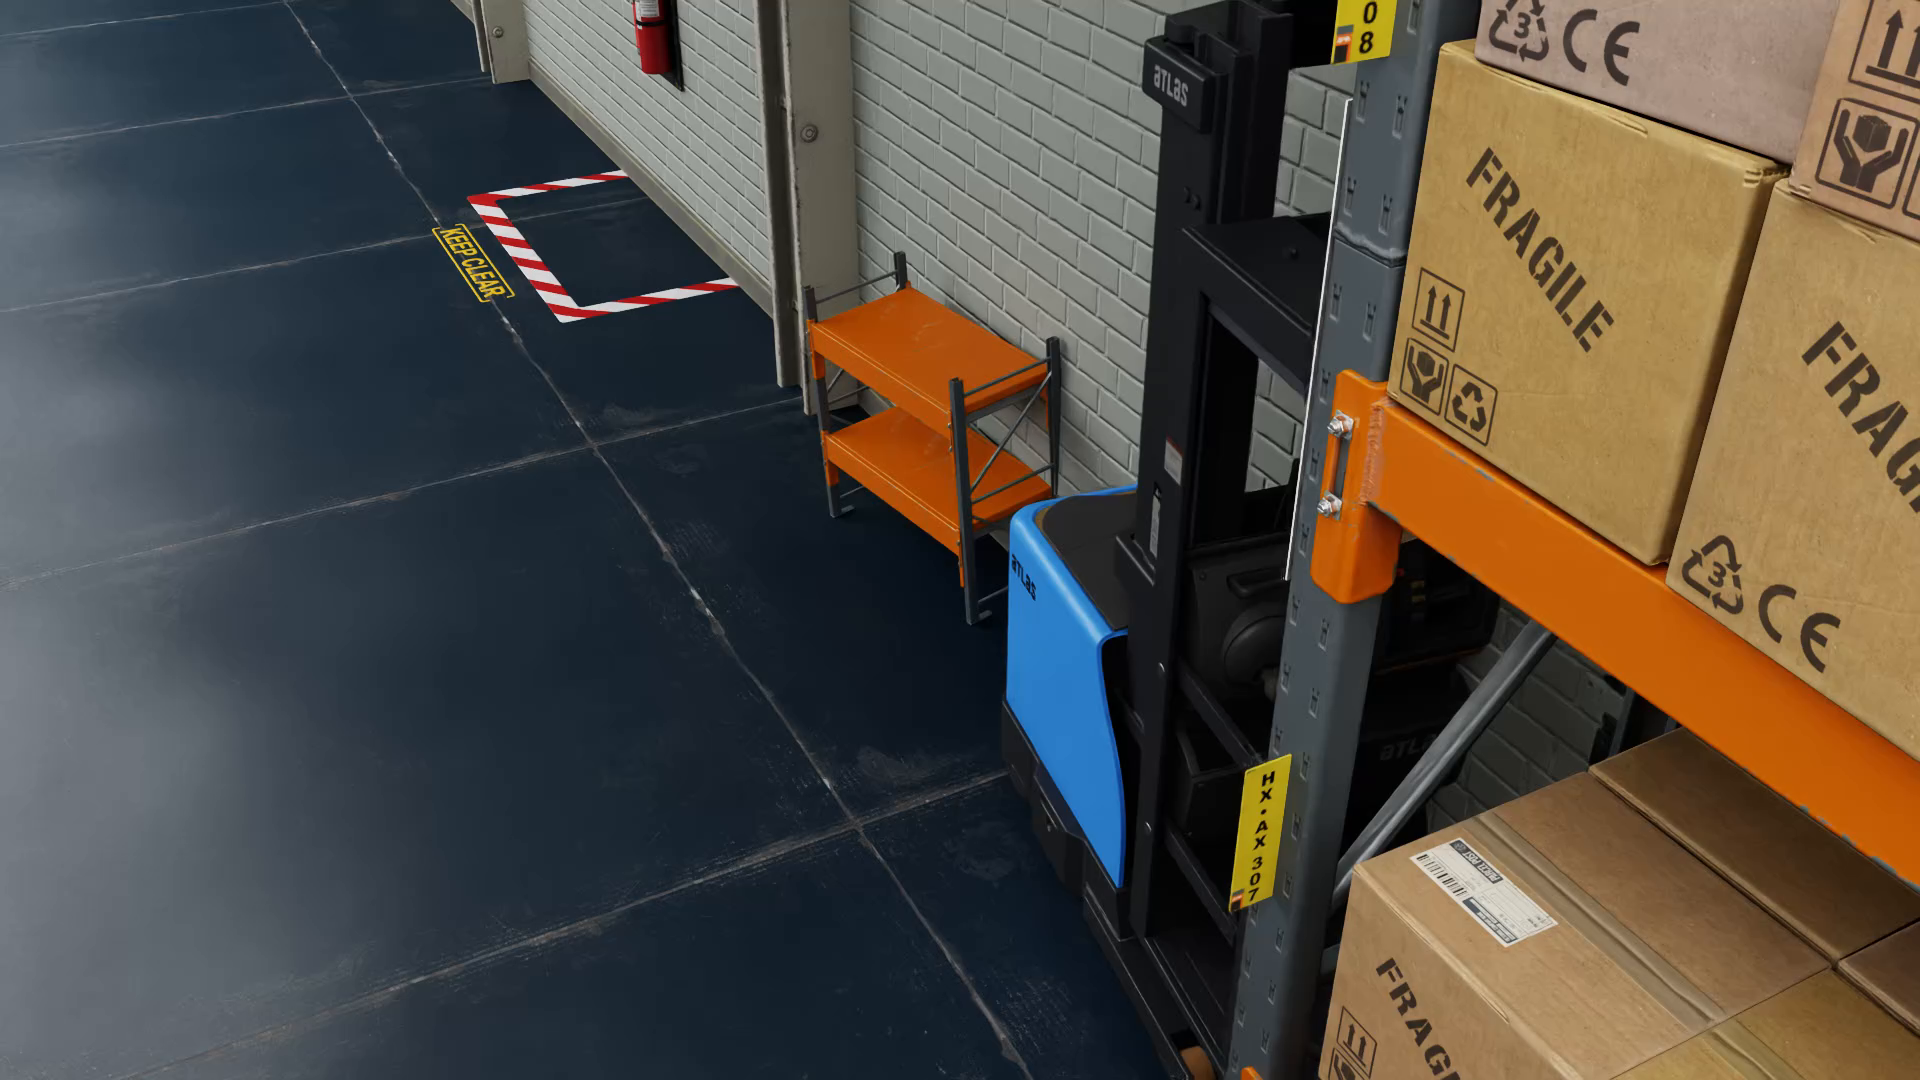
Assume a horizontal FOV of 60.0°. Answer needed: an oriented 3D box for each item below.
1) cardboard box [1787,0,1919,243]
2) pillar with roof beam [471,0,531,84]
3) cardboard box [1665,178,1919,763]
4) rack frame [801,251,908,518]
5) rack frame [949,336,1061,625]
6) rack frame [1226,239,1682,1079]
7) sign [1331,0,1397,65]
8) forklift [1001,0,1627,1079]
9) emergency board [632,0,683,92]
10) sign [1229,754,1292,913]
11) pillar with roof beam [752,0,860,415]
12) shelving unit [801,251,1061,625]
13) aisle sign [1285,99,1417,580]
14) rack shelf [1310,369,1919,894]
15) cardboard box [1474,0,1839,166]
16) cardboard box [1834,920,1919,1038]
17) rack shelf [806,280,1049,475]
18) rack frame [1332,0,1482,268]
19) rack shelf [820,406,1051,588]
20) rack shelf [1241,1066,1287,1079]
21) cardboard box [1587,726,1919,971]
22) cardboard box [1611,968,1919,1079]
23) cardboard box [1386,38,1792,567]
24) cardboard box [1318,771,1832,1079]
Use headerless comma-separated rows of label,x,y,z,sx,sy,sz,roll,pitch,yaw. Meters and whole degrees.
cardboard box,1.154,-0.501,1.432,0.500,0.500,0.500,-16,36,-24
pillar with roof beam,-7.312,-6.317,8.767,9.100,9.000,0.400,-16,36,-23
cardboard box,1.154,-0.089,1.716,0.500,0.500,0.500,-13,35,-20
rack frame,-0.404,-0.657,7.198,0.500,1.125,0.032,-26,41,-27
rack frame,0.202,-0.215,6.511,0.500,1.125,0.032,-26,41,-27
rack frame,1.000,0.737,3.319,1.000,3.000,0.127,-16,36,-23
sign,0.520,-0.758,2.061,0.100,0.325,0.005,-16,36,-23
forklift,1.108,0.224,4.184,1.130,2.935,3.031,-11,34,-16
emergency board,-1.824,-3.199,9.462,0.194,1.169,0.643,-16,36,-23
sign,0.520,0.509,2.872,0.100,0.325,0.005,-16,36,-23
pillar with roof beam,-4.514,-3.453,4.298,9.100,9.000,0.400,-16,36,-23
shelving unit,-0.101,-0.436,6.855,0.538,1.125,1.048,-26,41,-27
aisle sign,0.701,-0.317,2.554,0.394,0.787,0.004,-16,36,-23
rack shelf,1.932,0.731,1.214,1.077,0.370,4.000,-16,36,-23
cardboard box,0.965,-0.753,1.826,0.500,0.500,0.500,-19,37,-26
cardboard box,1.634,0.890,2.505,0.500,0.500,0.500,-15,36,-22
rack shelf,-0.119,-0.675,6.686,0.538,0.278,1.000,-26,41,-27
rack frame,1.000,-1.789,1.701,1.000,3.000,0.127,-16,36,-23
rack shelf,-0.086,-0.237,6.996,0.538,0.278,1.000,-26,41,-27
rack shelf,1.932,1.994,2.023,1.077,0.370,4.000,-16,36,-23
cardboard box,1.408,0.647,2.884,0.500,0.500,0.500,-16,36,-24
cardboard box,1.178,1.018,2.306,0.500,0.500,0.500,-16,36,-23
cardboard box,0.935,-0.354,2.130,0.500,0.500,0.500,-15,36,-22
cardboard box,0.957,0.779,2.678,0.500,0.500,0.500,-16,36,-23
